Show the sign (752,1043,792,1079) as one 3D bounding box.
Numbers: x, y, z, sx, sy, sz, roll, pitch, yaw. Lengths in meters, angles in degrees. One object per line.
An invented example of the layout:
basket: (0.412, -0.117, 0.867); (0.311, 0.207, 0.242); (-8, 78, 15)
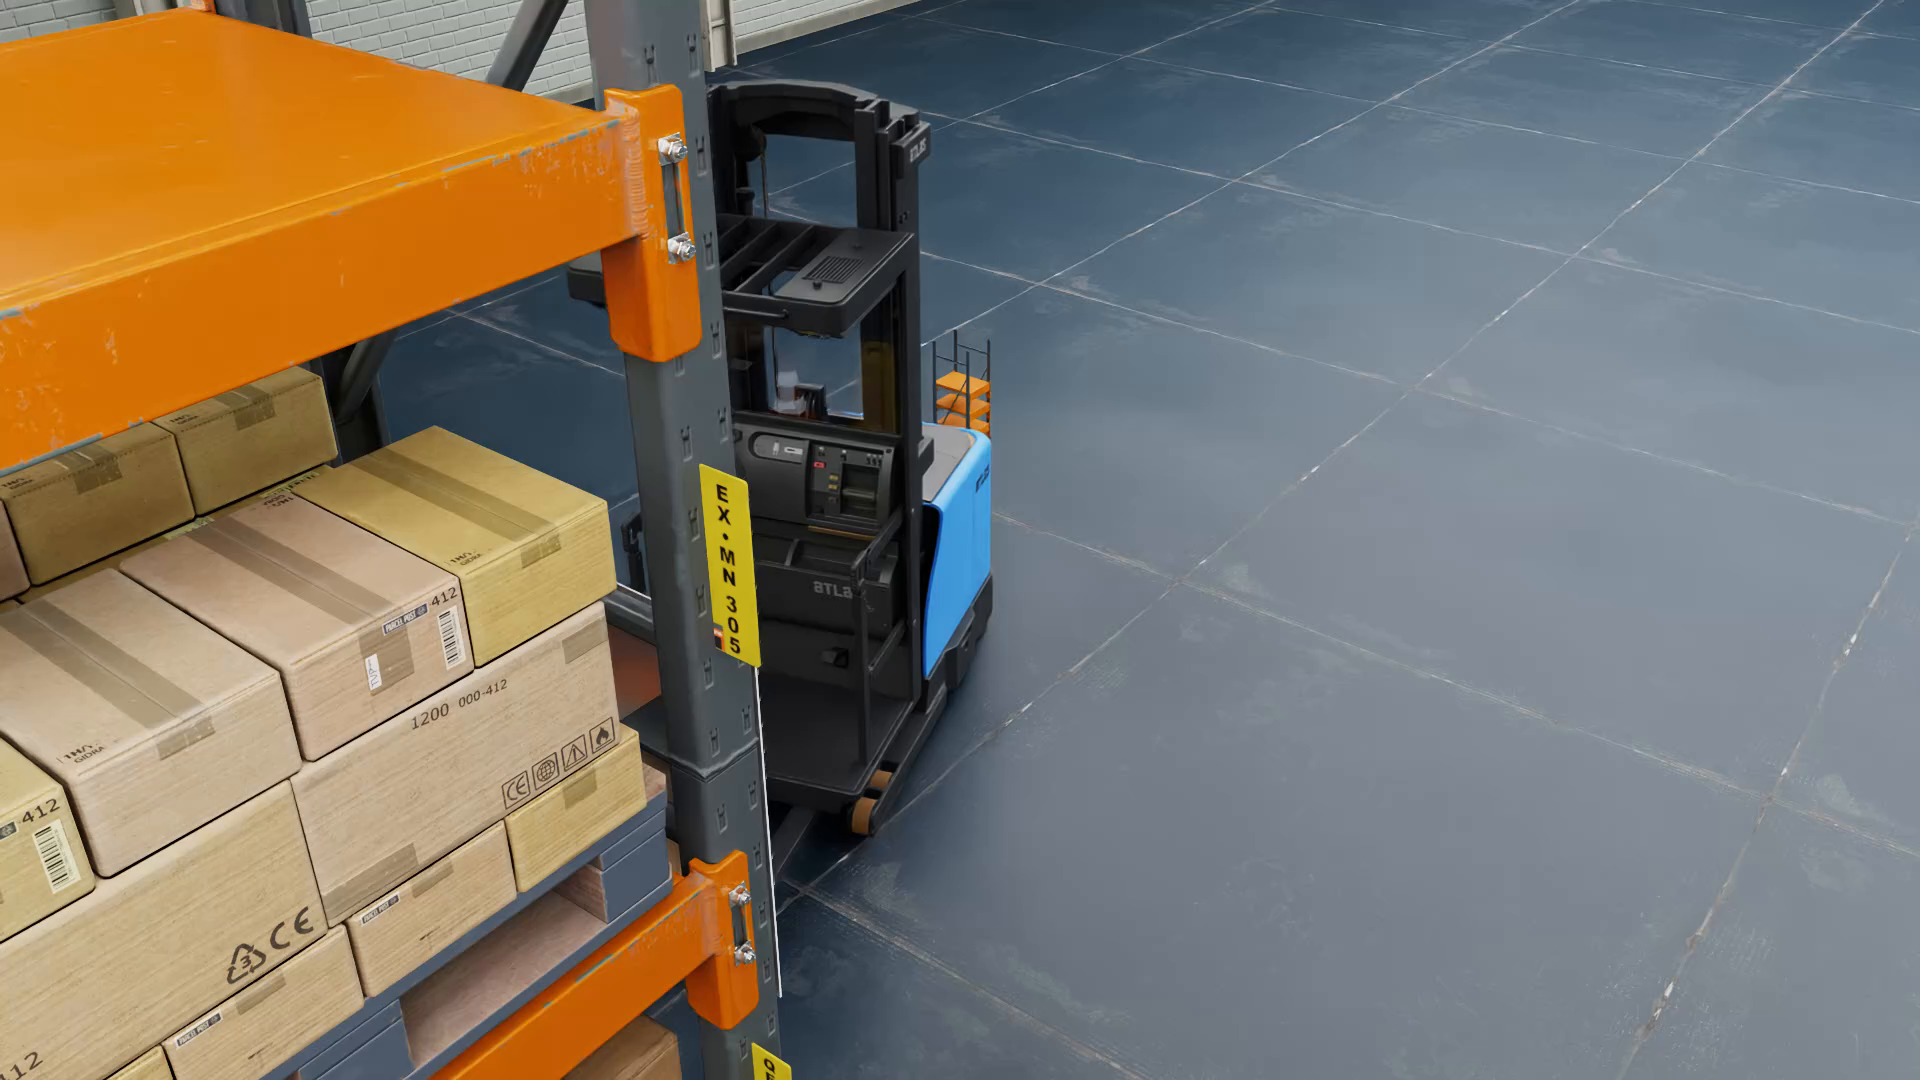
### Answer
sign: (-0.348, 1.079, 3.119); (0.100, 0.325, 0.005); (21, 37, 31)

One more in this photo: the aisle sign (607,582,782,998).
aisle sign: (-0.490, 0.451, 2.996); (0.394, 0.787, 0.004); (21, 37, 31)

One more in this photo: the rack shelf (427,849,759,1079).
rack shelf: (-1.979, 1.338, 1.813); (1.077, 0.370, 4.000); (21, 37, 31)

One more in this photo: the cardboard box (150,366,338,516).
cardboard box: (-1.227, -0.205, 2.666); (0.380, 0.149, 0.250); (22, 37, 32)

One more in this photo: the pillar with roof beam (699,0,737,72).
pillar with roof beam: (0.798, -7.630, 13.298); (9.100, 9.000, 0.400); (21, 37, 31)

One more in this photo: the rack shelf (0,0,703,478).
rack shelf: (-1.979, 0.220, 1.150); (1.077, 0.370, 4.000); (21, 37, 31)

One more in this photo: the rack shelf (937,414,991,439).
rack shelf: (0.009, -0.587, 8.916); (0.258, 0.103, 0.180); (21, 37, 31)

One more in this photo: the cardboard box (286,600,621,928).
cardboard box: (-0.845, 0.214, 2.351); (0.500, 0.250, 0.500); (22, 37, 32)

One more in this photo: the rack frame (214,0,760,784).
rack frame: (-0.772, -1.075, 2.237); (1.000, 3.000, 0.127); (21, 37, 31)

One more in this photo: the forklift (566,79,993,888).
forklift: (-0.782, -0.227, 6.759); (1.130, 2.935, 3.031); (10, 32, 16)

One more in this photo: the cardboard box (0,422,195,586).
cardboard box: (-1.379, -0.104, 2.495); (0.380, 0.149, 0.250); (21, 37, 32)

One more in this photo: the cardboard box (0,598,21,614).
cardboard box: (-1.573, 0.253, 2.285); (0.500, 0.250, 0.500); (21, 36, 31)

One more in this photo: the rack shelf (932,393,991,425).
rack shelf: (0.009, -0.690, 8.854); (0.258, 0.103, 0.180); (21, 37, 31)

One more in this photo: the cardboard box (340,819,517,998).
cardboard box: (-0.855, 0.442, 2.357); (0.380, 0.149, 0.250); (21, 37, 32)

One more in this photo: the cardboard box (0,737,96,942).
cardboard box: (-1.166, 0.310, 1.798); (0.380, 0.149, 0.250); (22, 37, 32)

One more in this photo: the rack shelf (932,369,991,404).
rack shelf: (0.009, -0.794, 8.793); (0.258, 0.103, 0.180); (21, 37, 31)

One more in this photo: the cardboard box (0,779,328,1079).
cardboard box: (-1.147, 0.417, 2.008); (0.500, 0.250, 0.500); (21, 37, 31)

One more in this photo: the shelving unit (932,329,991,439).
shelving unit: (0.009, -0.522, 8.954); (0.258, 1.200, 0.189); (21, 37, 31)

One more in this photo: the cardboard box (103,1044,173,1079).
cardboard box: (-1.163, 0.649, 2.007); (0.380, 0.149, 0.250); (21, 37, 32)

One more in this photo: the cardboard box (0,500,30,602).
cardboard box: (-1.533, 0.001, 2.319); (0.380, 0.149, 0.250); (21, 36, 31)

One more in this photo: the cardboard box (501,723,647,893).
cardboard box: (-0.702, 0.340, 2.529); (0.380, 0.149, 0.250); (21, 37, 31)

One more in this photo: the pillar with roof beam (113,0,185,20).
pillar with roof beam: (-2.824, -5.191, 9.183); (9.100, 9.000, 0.400); (21, 37, 31)

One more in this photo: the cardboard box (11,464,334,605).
cardboard box: (-1.268, 0.046, 2.634); (0.500, 0.250, 0.500); (21, 37, 31)

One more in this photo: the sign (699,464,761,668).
sign: (-0.348, 0.042, 2.505); (0.100, 0.325, 0.005); (21, 37, 31)

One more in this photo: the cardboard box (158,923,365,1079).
cardboard box: (-1.010, 0.546, 2.180); (0.380, 0.149, 0.250); (22, 37, 32)

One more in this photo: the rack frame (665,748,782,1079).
rack frame: (-0.772, 1.506, 3.766); (1.000, 3.000, 0.127); (21, 37, 31)

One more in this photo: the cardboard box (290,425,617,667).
cardboard box: (-0.705, -0.001, 2.322); (0.380, 0.149, 0.250); (22, 37, 32)

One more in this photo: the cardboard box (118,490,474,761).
cardboard box: (-0.857, 0.100, 2.152); (0.380, 0.149, 0.250); (21, 37, 32)

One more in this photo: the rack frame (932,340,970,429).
rack frame: (-0.047, -0.485, 8.891); (0.240, 1.200, 0.006); (21, 37, 31)

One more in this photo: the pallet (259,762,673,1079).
pallet: (-1.211, 0.559, 2.510); (1.003, 0.211, 1.213); (21, 37, 31)

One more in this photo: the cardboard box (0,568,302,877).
cardboard box: (-1.011, 0.204, 1.976); (0.380, 0.149, 0.250); (22, 37, 32)

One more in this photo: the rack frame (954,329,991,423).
rack frame: (0.064, -0.559, 9.017); (0.240, 1.200, 0.006); (21, 37, 31)

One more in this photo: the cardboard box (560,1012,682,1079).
cardboard box: (-1.027, 1.116, 3.218); (0.875, 0.550, 0.550); (21, 37, 31)
